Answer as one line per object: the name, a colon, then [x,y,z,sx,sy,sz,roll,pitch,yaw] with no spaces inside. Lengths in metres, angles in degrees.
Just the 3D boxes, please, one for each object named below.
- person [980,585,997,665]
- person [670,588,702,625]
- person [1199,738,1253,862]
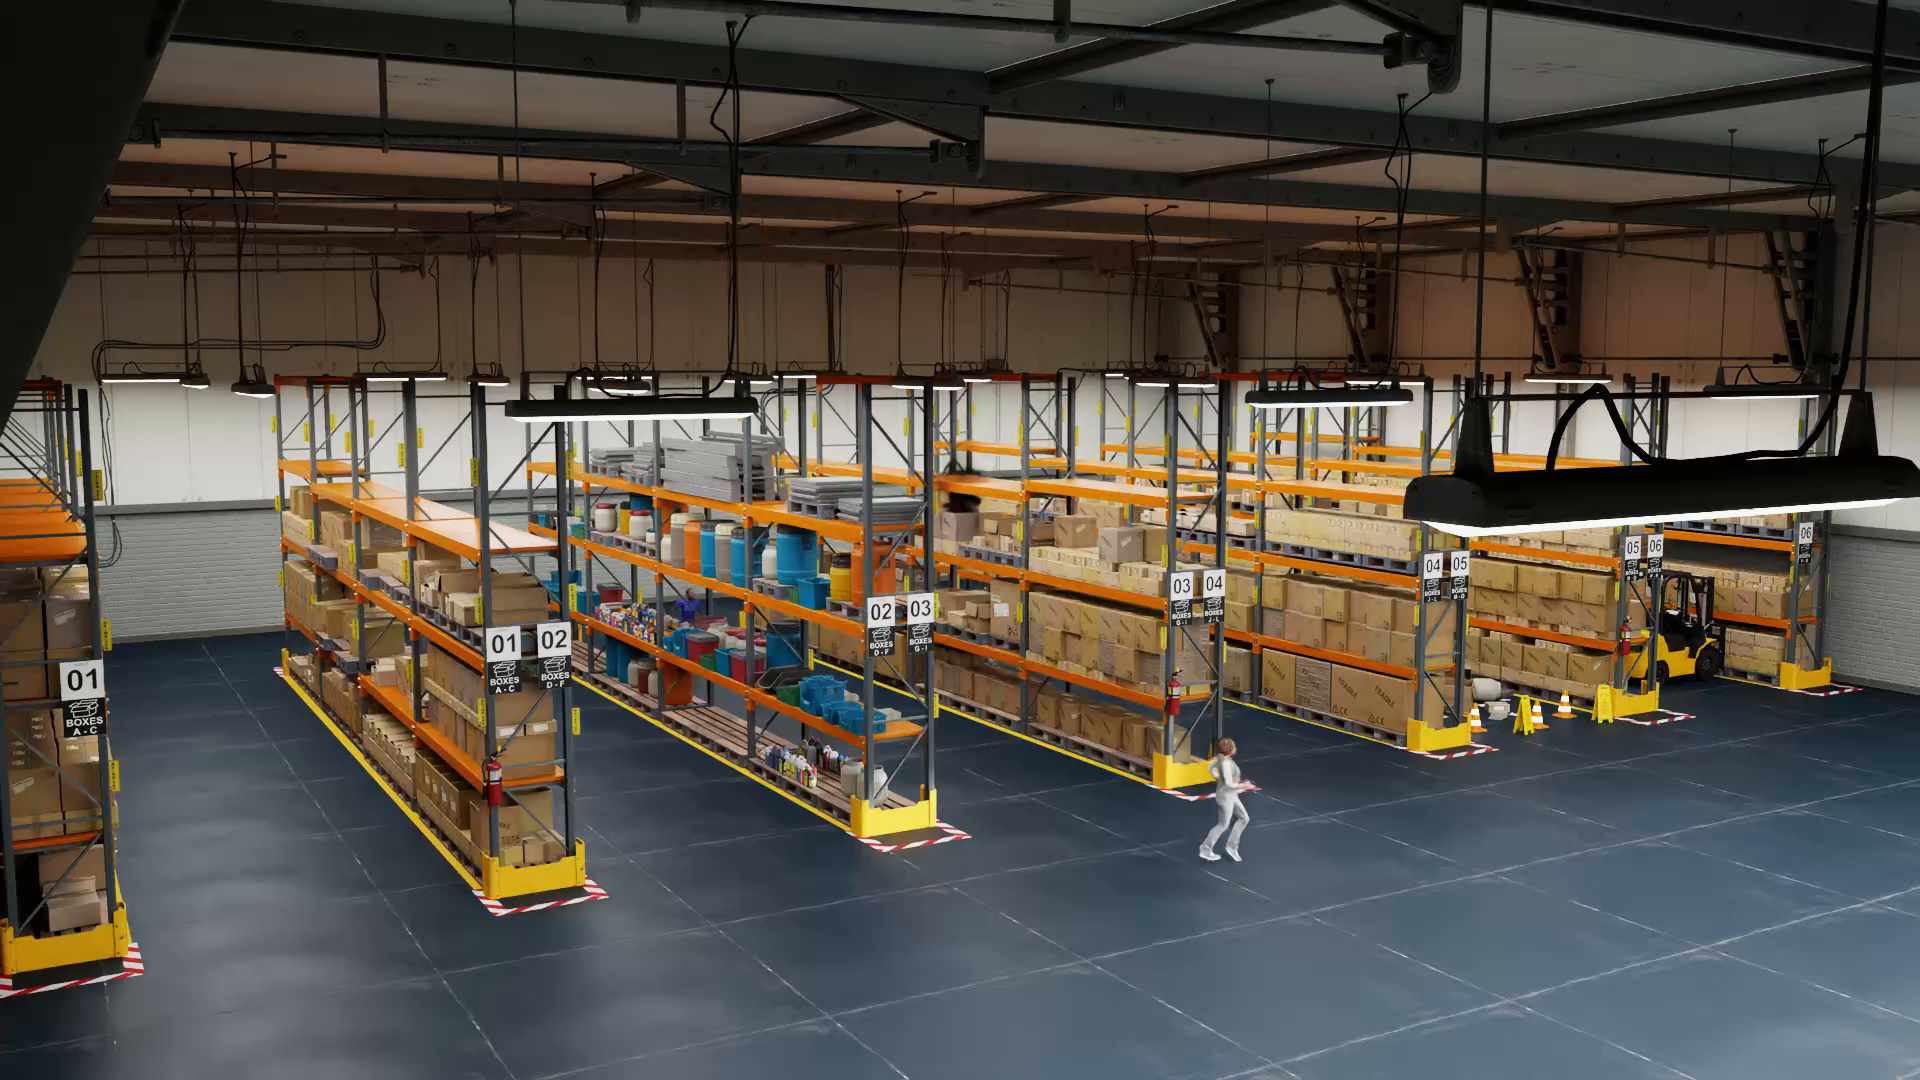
person: [0.507,1.683,33.398,0.541,1.584,0.733,-3,7,-27]
person: [-5.623,1.797,34.371,0.616,1.593,0.633,-4,7,-33]
person: [3.343,3.269,20.870,0.665,1.609,0.543,1,6,7]
